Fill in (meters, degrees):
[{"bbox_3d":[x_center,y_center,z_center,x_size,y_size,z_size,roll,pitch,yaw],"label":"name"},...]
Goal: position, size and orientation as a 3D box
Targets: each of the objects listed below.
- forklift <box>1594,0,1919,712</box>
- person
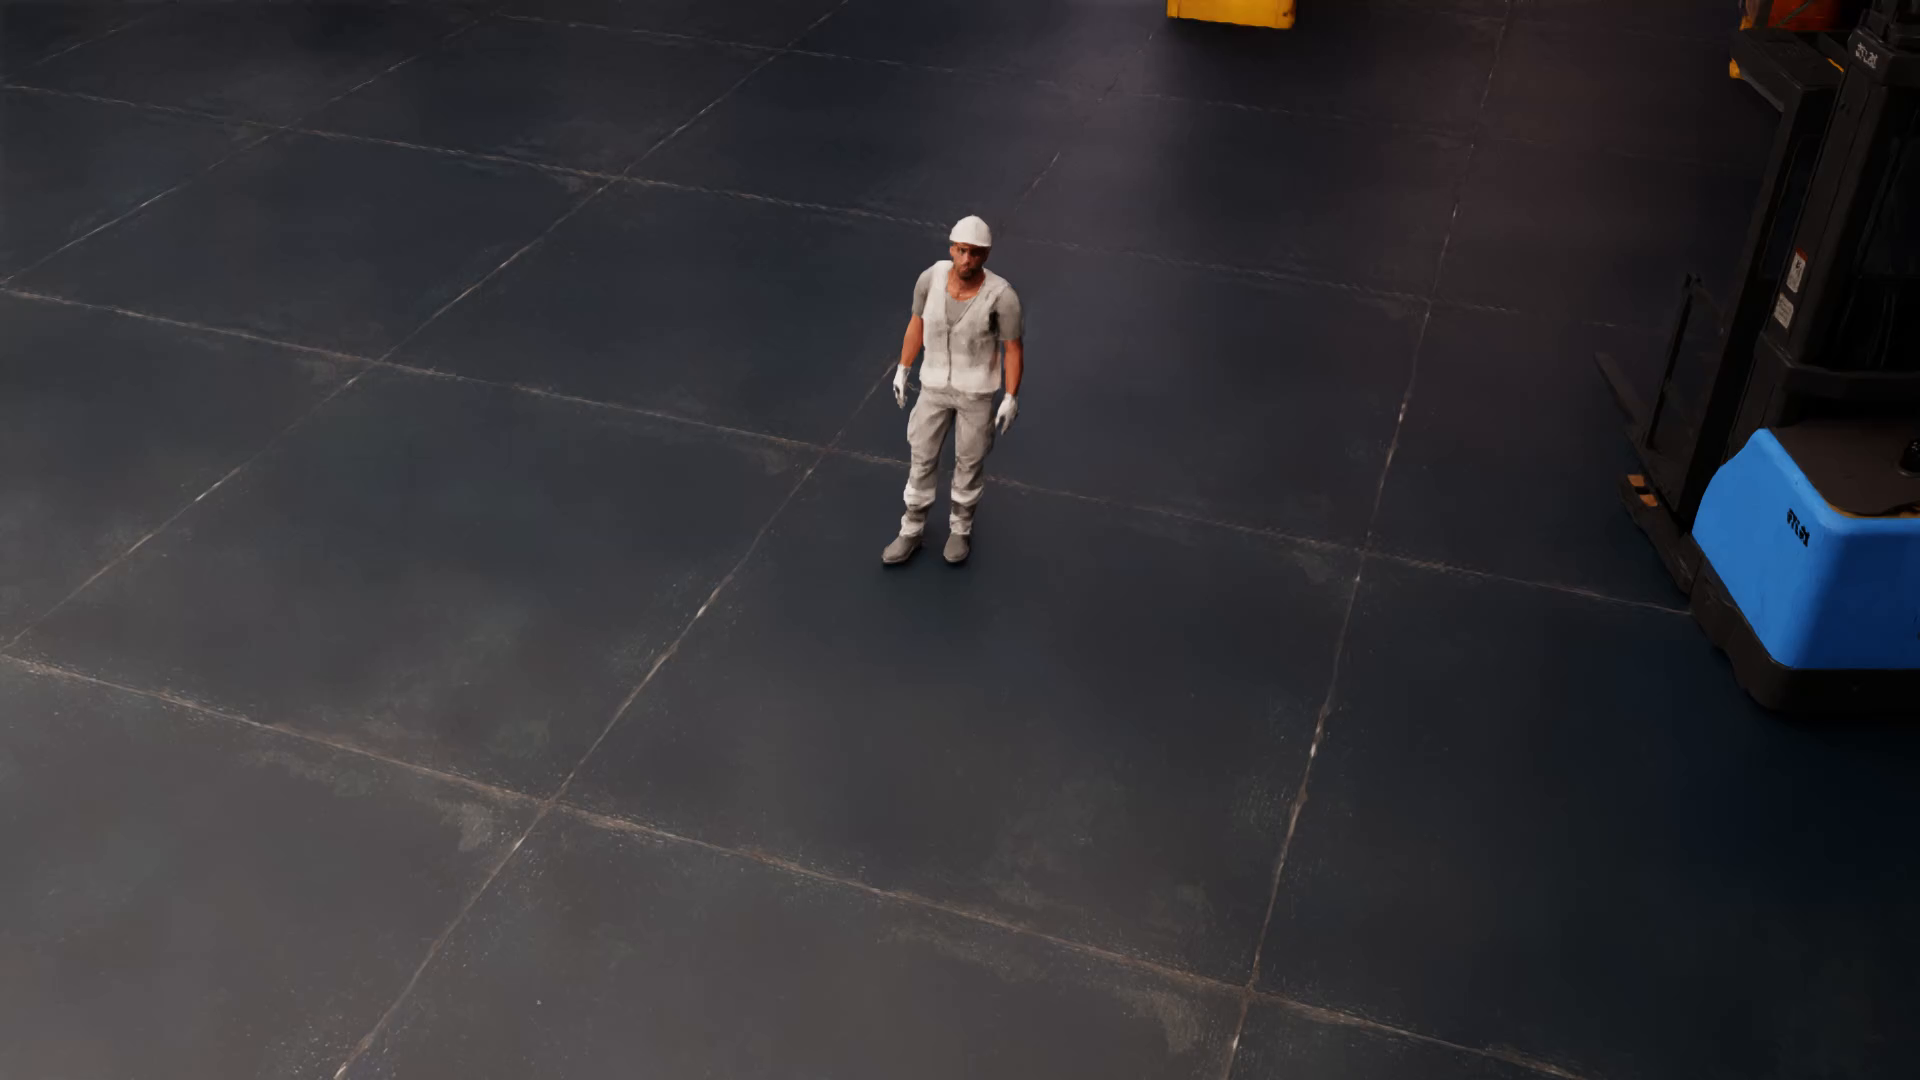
[{"bbox_3d":[4.095,-1.246,7.868,1.130,2.935,3.031,0,35,0],"label":"forklift"},{"bbox_3d":[-0.037,-0.694,8.065,0.637,1.787,0.563,12,37,16],"label":"person"}]
